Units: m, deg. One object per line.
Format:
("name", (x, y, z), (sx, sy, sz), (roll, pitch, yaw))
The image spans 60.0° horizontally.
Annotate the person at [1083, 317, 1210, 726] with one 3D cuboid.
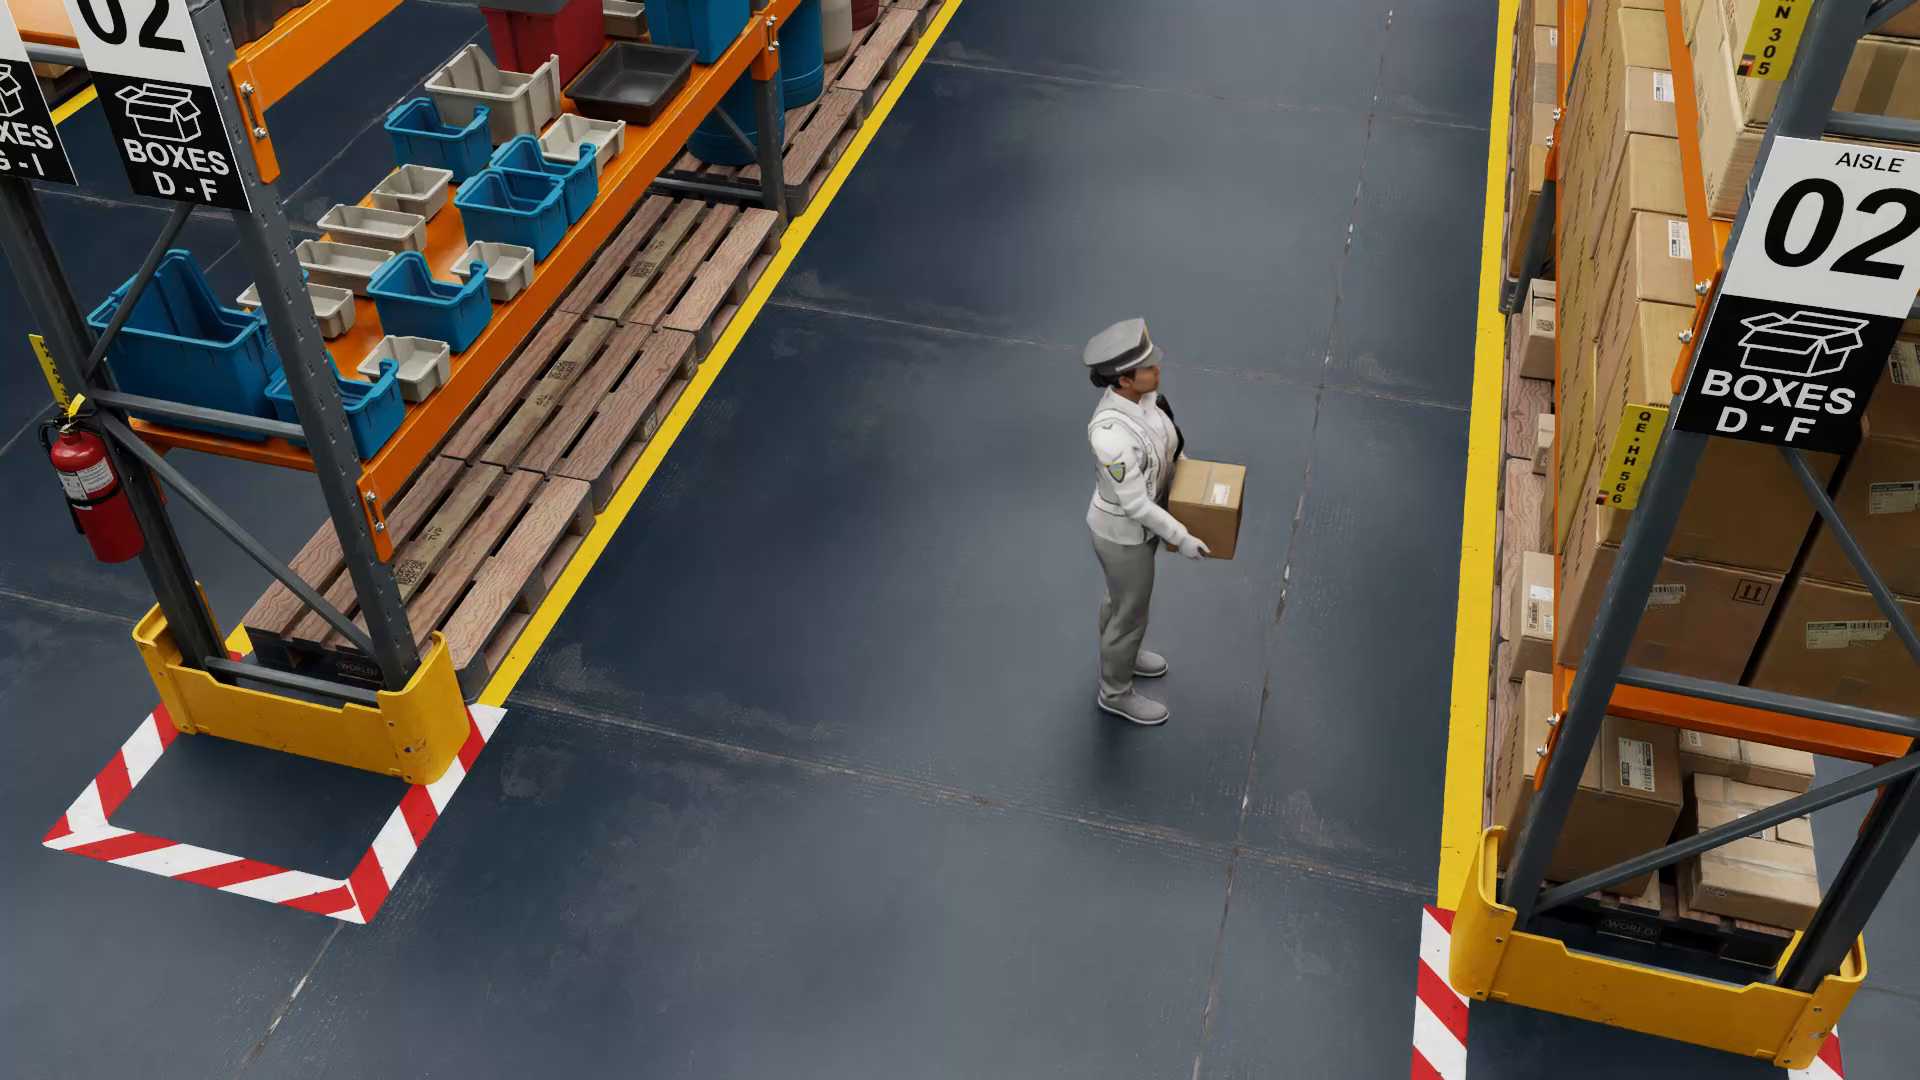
("person", (0.689, -0.066, 6.205), (0.543, 1.700, 0.471), (12, 43, 13))
